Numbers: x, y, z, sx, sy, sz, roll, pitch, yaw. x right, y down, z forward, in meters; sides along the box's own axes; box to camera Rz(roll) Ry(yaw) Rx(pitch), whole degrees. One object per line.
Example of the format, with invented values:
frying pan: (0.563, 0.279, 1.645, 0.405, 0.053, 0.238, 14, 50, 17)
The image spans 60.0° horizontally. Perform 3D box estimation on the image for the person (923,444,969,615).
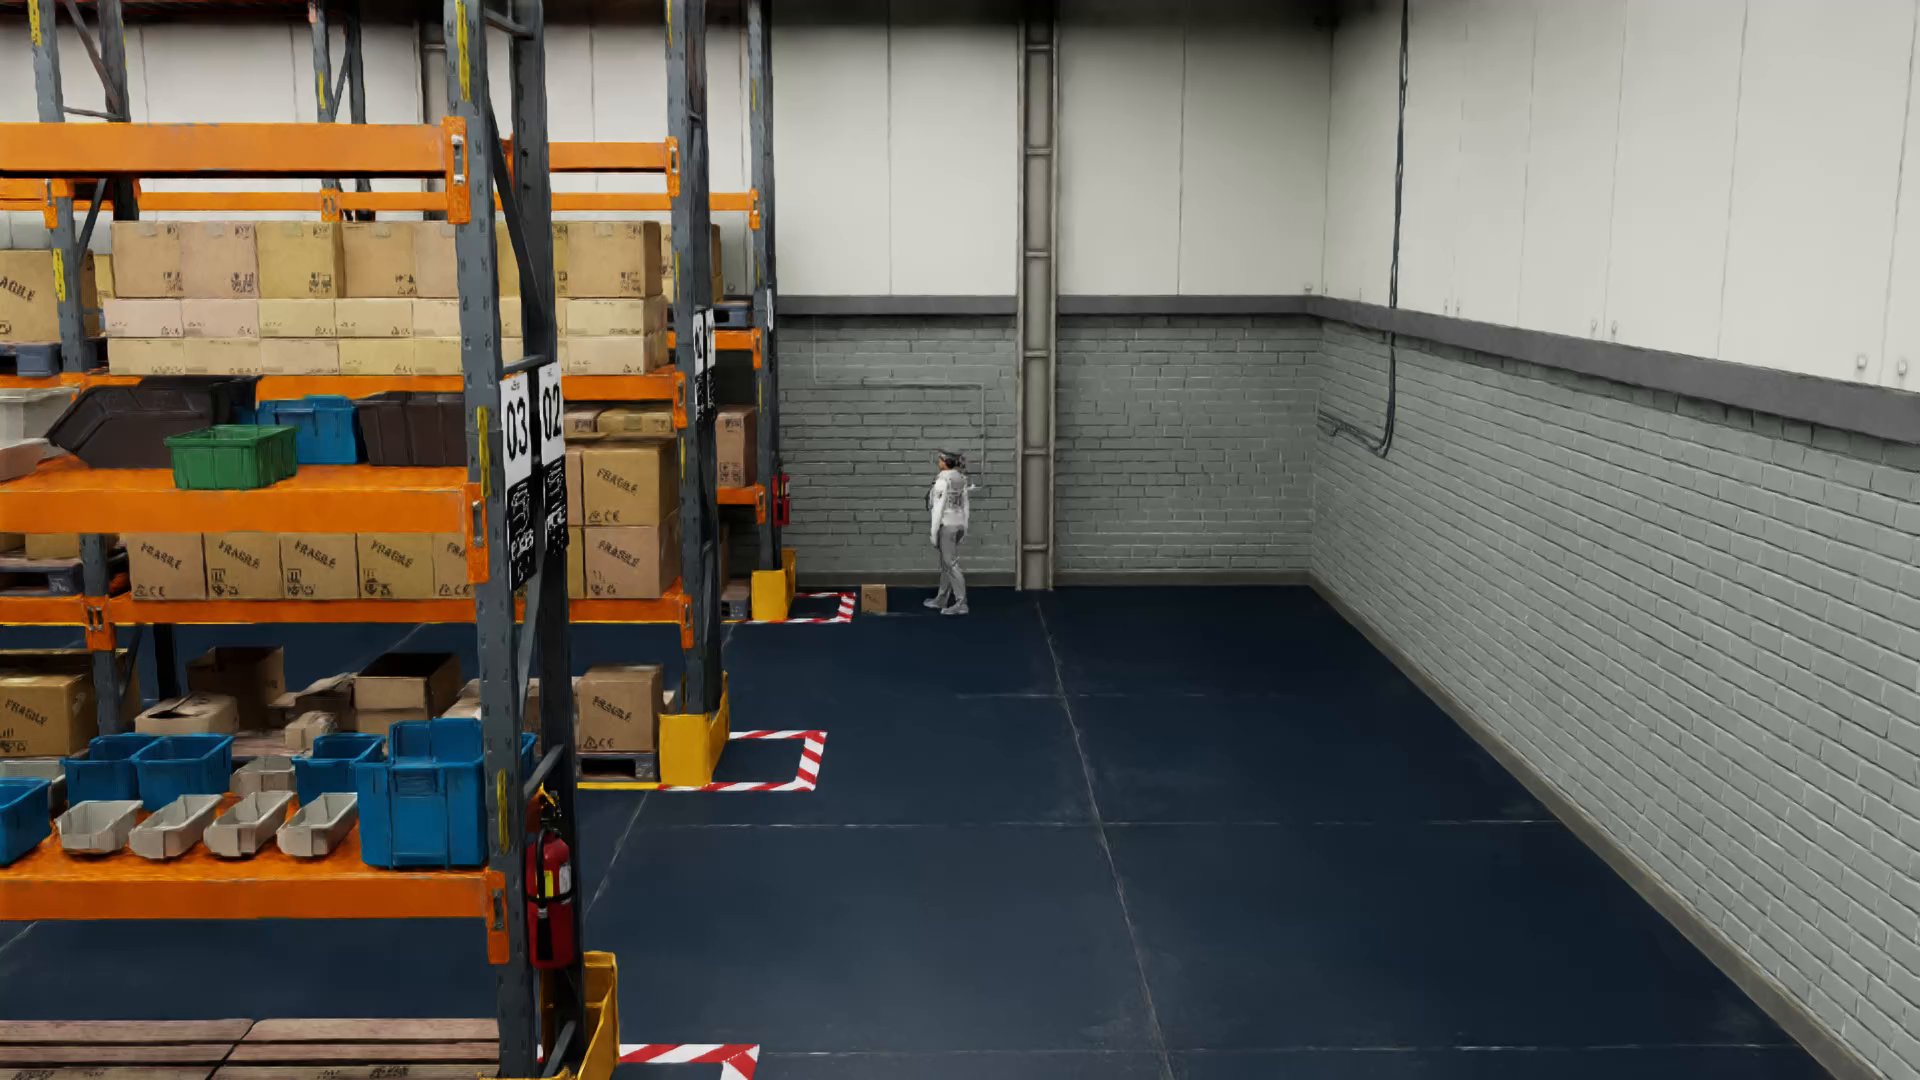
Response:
person: (-0.166, -0.114, 16.436, 0.613, 1.669, 0.502, 6, 12, 28)
